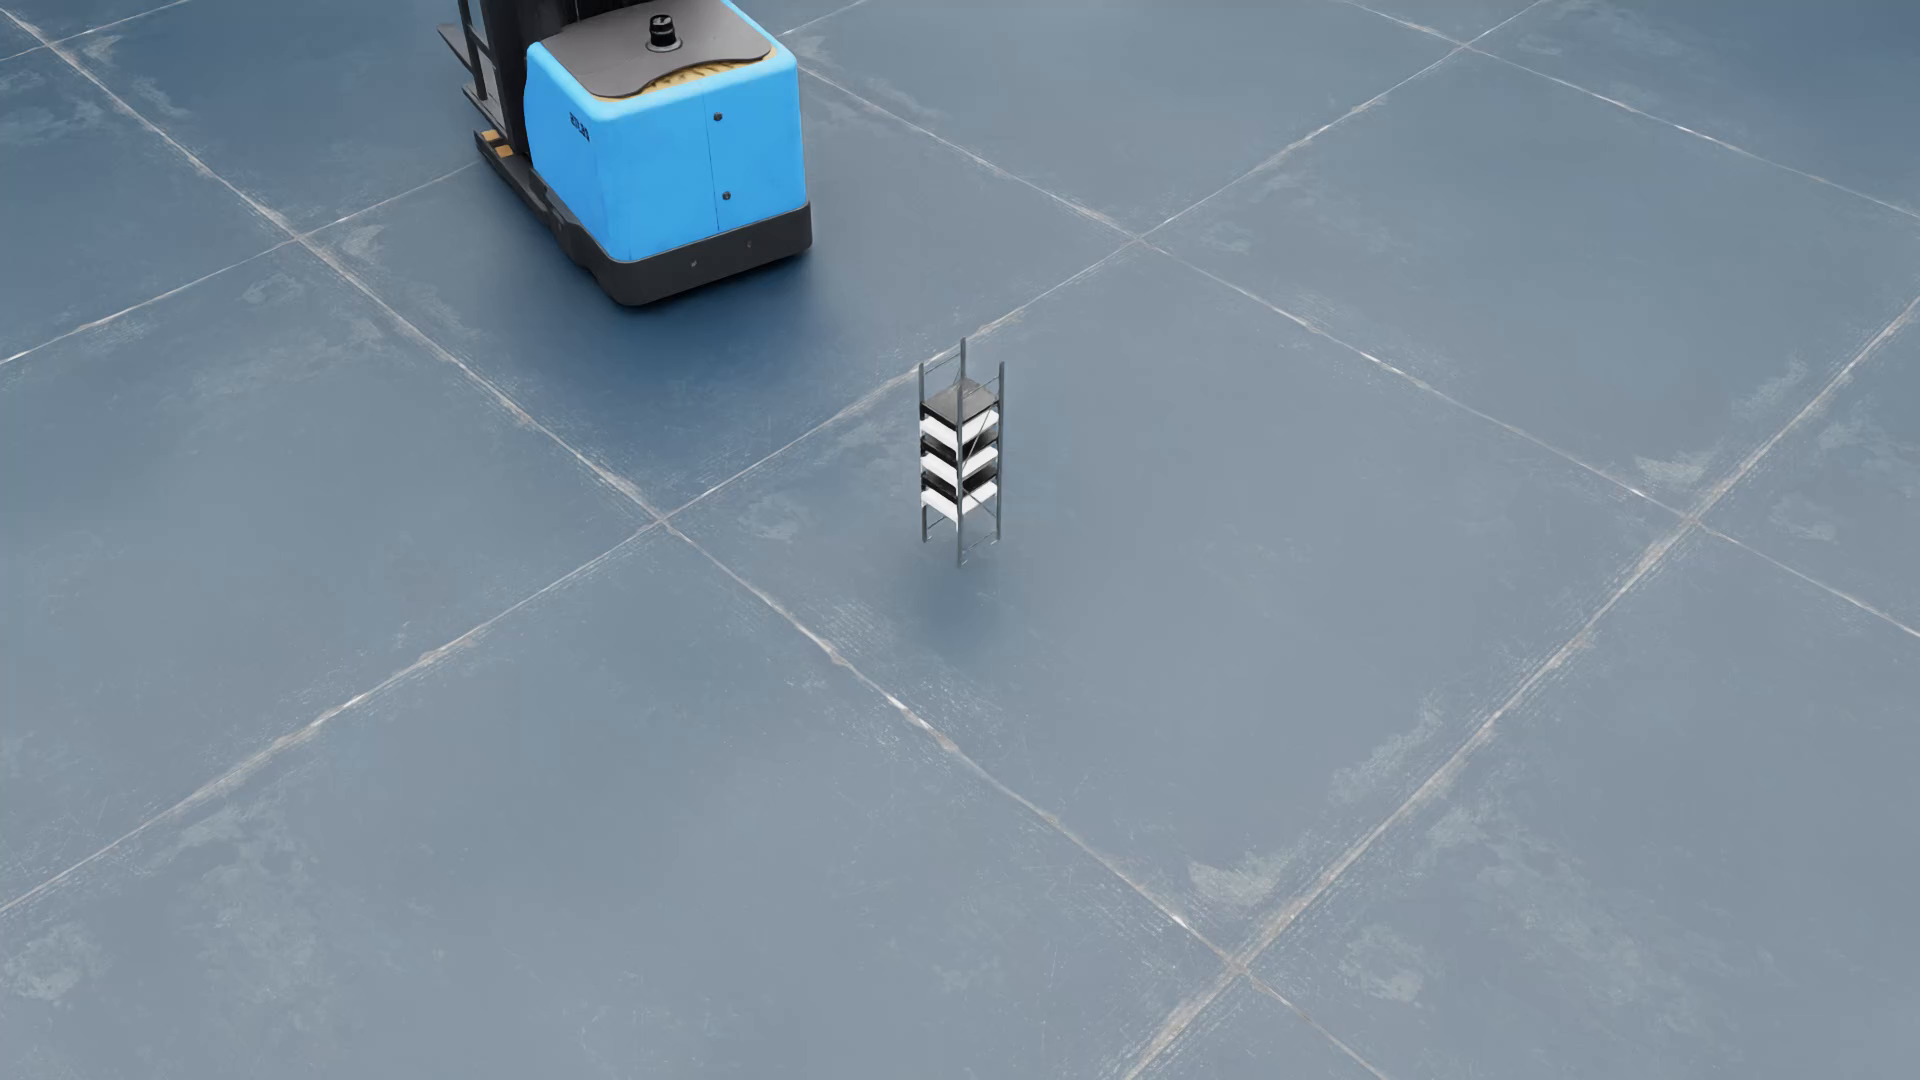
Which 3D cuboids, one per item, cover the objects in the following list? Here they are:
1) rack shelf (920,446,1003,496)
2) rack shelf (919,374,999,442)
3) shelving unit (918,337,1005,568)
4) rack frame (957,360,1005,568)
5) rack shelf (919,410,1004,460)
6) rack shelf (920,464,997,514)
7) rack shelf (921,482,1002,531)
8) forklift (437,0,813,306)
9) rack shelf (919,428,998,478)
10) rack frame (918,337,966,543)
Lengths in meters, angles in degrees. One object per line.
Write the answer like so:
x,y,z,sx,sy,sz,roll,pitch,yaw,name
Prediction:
0.006,-0.302,6.463,0.258,0.077,0.200,-34,53,-31,rack shelf
0.006,-0.500,6.280,0.258,0.077,0.200,-34,53,-31,rack shelf
0.006,-0.327,6.440,0.258,0.900,0.210,-34,53,-31,shelving unit
0.078,-0.278,6.388,0.240,0.900,0.006,-34,53,-31,rack frame
0.006,-0.434,6.341,0.258,0.077,0.200,-34,53,-31,rack shelf
0.006,-0.236,6.524,0.258,0.077,0.200,-34,53,-31,rack shelf
0.006,-0.170,6.585,0.258,0.077,0.200,-34,53,-31,rack shelf
-1.943,-3.158,8.008,1.130,2.935,3.031,-23,48,-23,forklift
0.006,-0.368,6.402,0.258,0.077,0.200,-34,53,-31,rack shelf
-0.066,-0.375,6.493,0.240,0.900,0.006,-34,53,-31,rack frame
